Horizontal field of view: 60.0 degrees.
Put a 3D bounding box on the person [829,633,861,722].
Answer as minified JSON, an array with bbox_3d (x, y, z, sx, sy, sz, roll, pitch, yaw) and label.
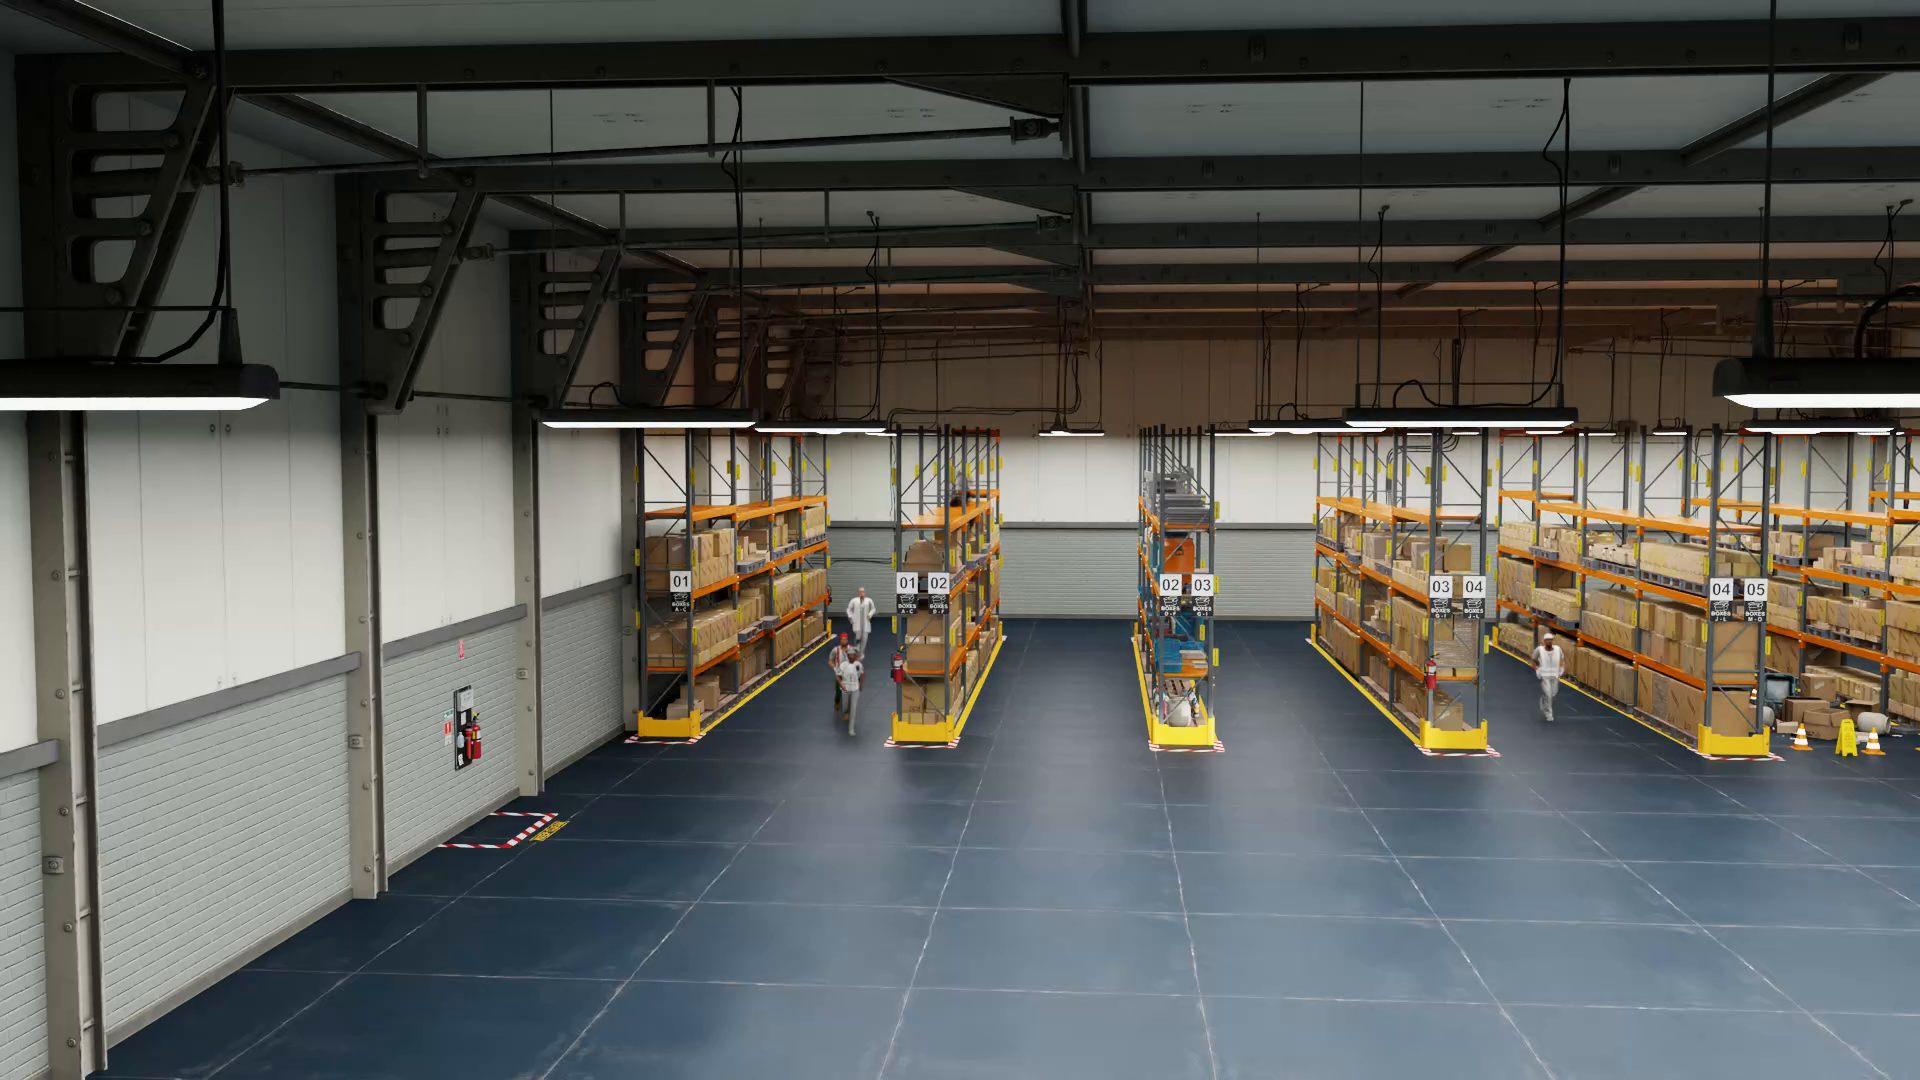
[{"bbox_3d":[-2.356,2.777,34.040,0.664,1.779,0.868,0,3,-6],"label":"person"}]

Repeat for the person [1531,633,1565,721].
[{"bbox_3d":[11.985,2.772,33.889,0.679,1.772,0.831,0,3,1],"label":"person"}]

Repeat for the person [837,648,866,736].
[{"bbox_3d":[-2.129,2.936,32.488,0.557,1.693,0.962,0,3,2],"label":"person"}]

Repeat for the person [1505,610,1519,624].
[{"bbox_3d":[15.806,2.038,47.544,0.674,1.615,0.708,2,4,32],"label":"person"}]

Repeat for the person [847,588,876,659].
[{"bbox_3d":[-2.440,2.058,41.245,0.710,1.742,0.636,0,4,-8],"label":"person"}]
